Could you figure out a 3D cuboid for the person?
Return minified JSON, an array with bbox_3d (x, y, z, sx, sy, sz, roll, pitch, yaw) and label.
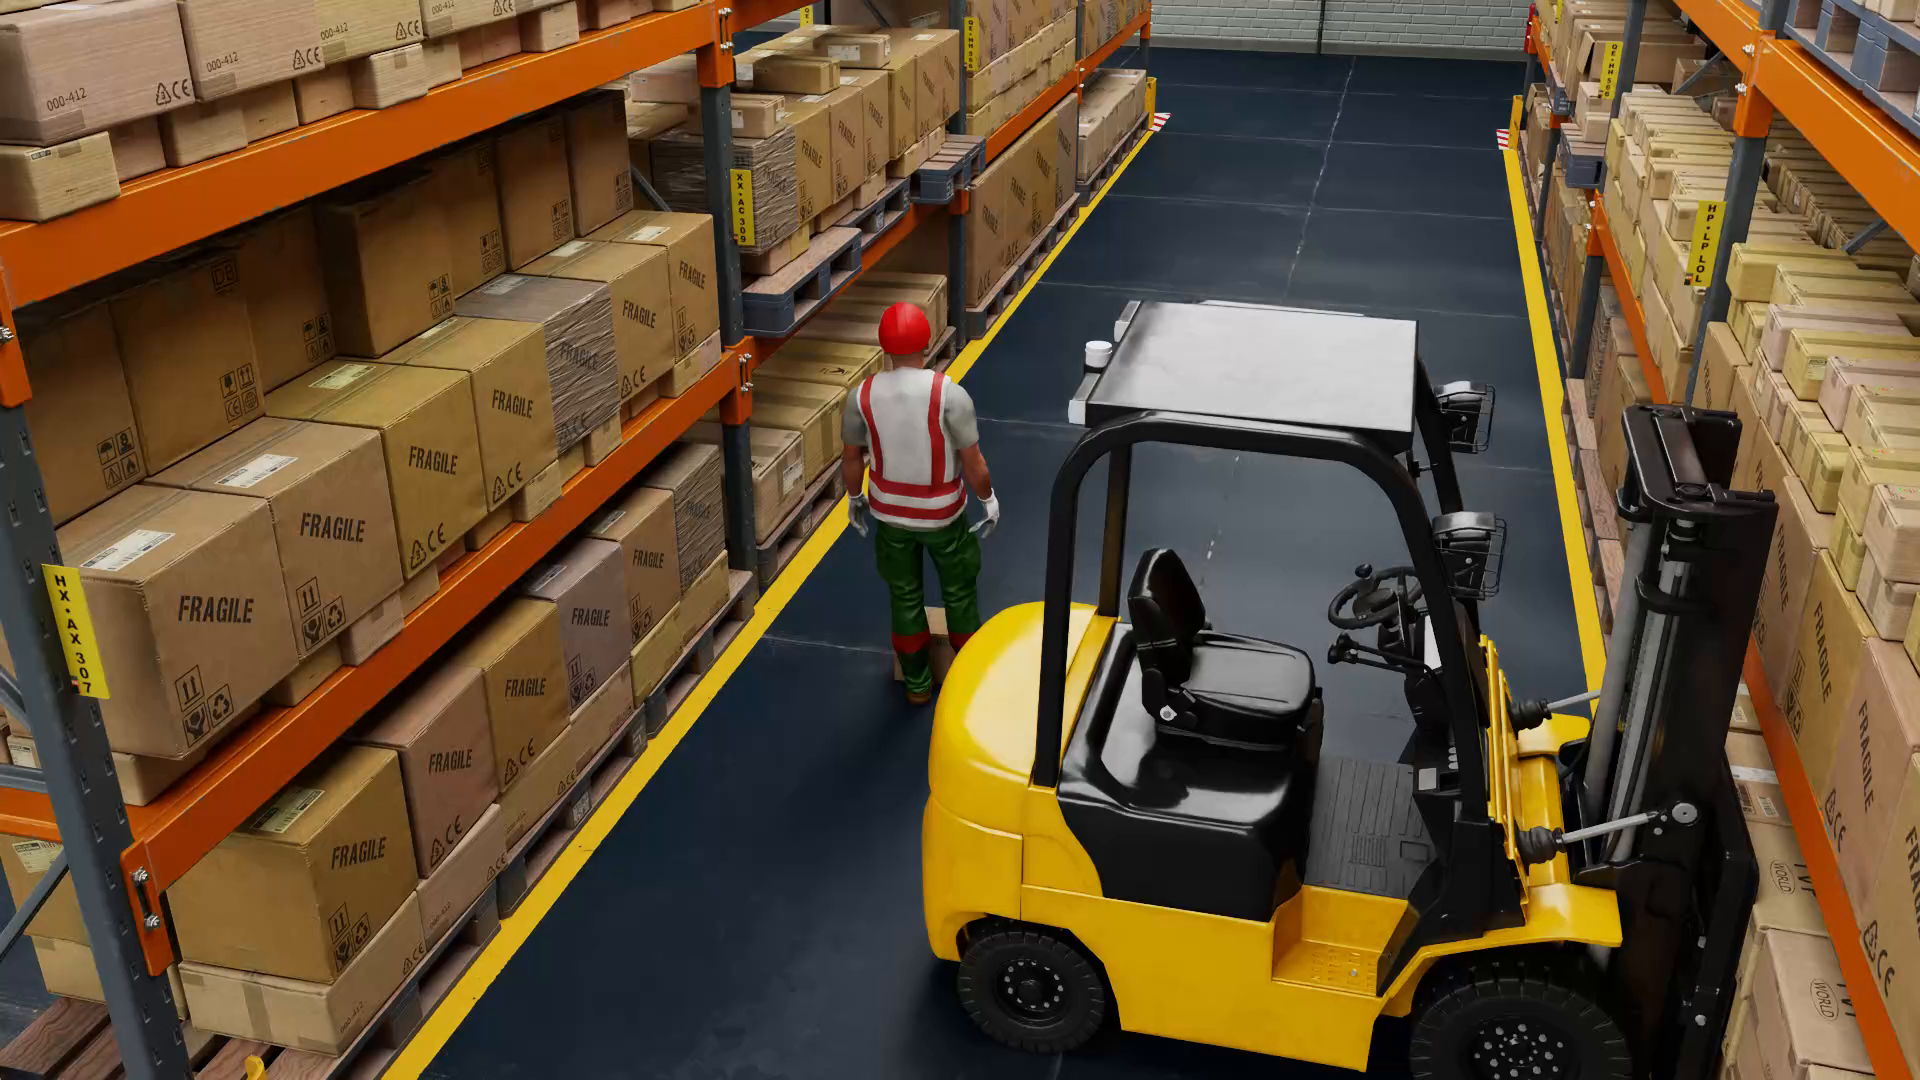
[{"bbox_3d":[-0.144,-0.156,6.890,0.638,1.790,0.561,5,26,11],"label":"person"}]
